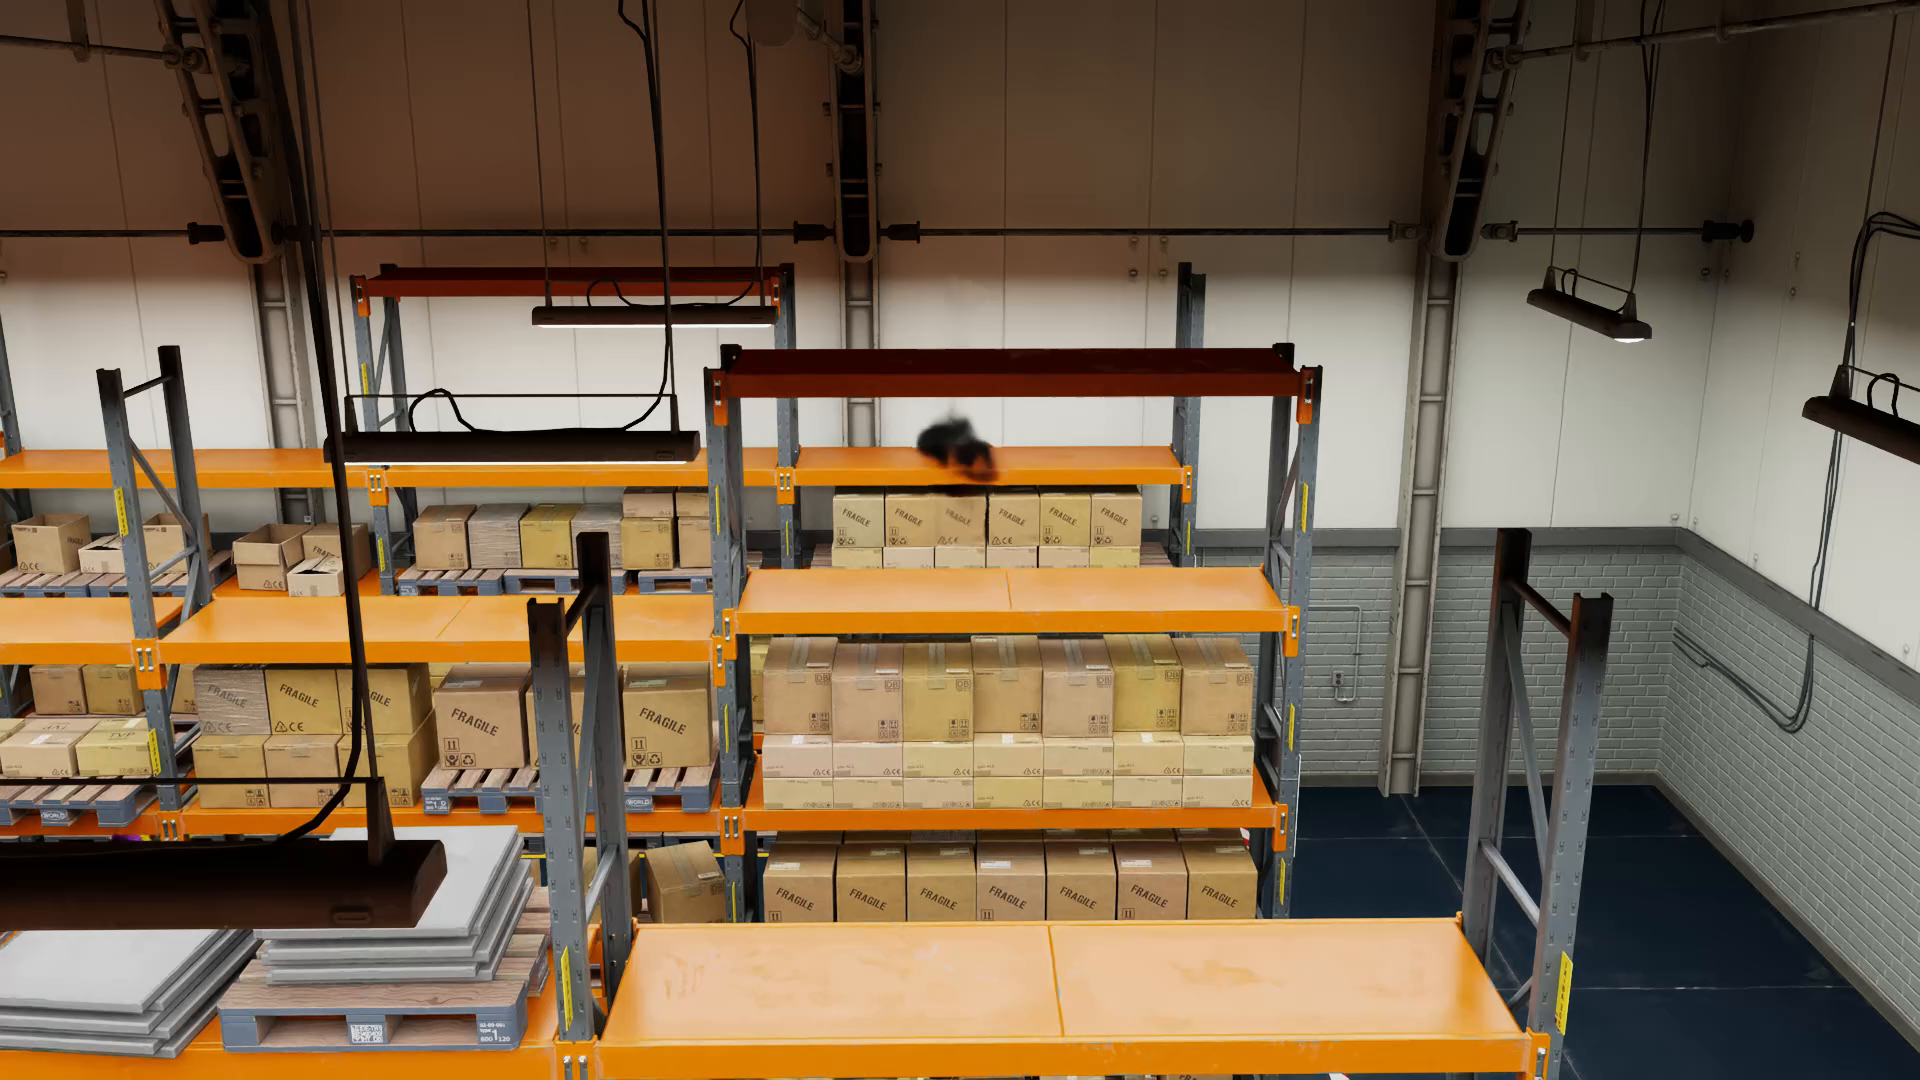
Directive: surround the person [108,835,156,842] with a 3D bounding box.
[{"bbox_3d":[-7.370,3.044,14.997,0.985,1.755,0.725,-2,16,-6],"label":"person"}]
